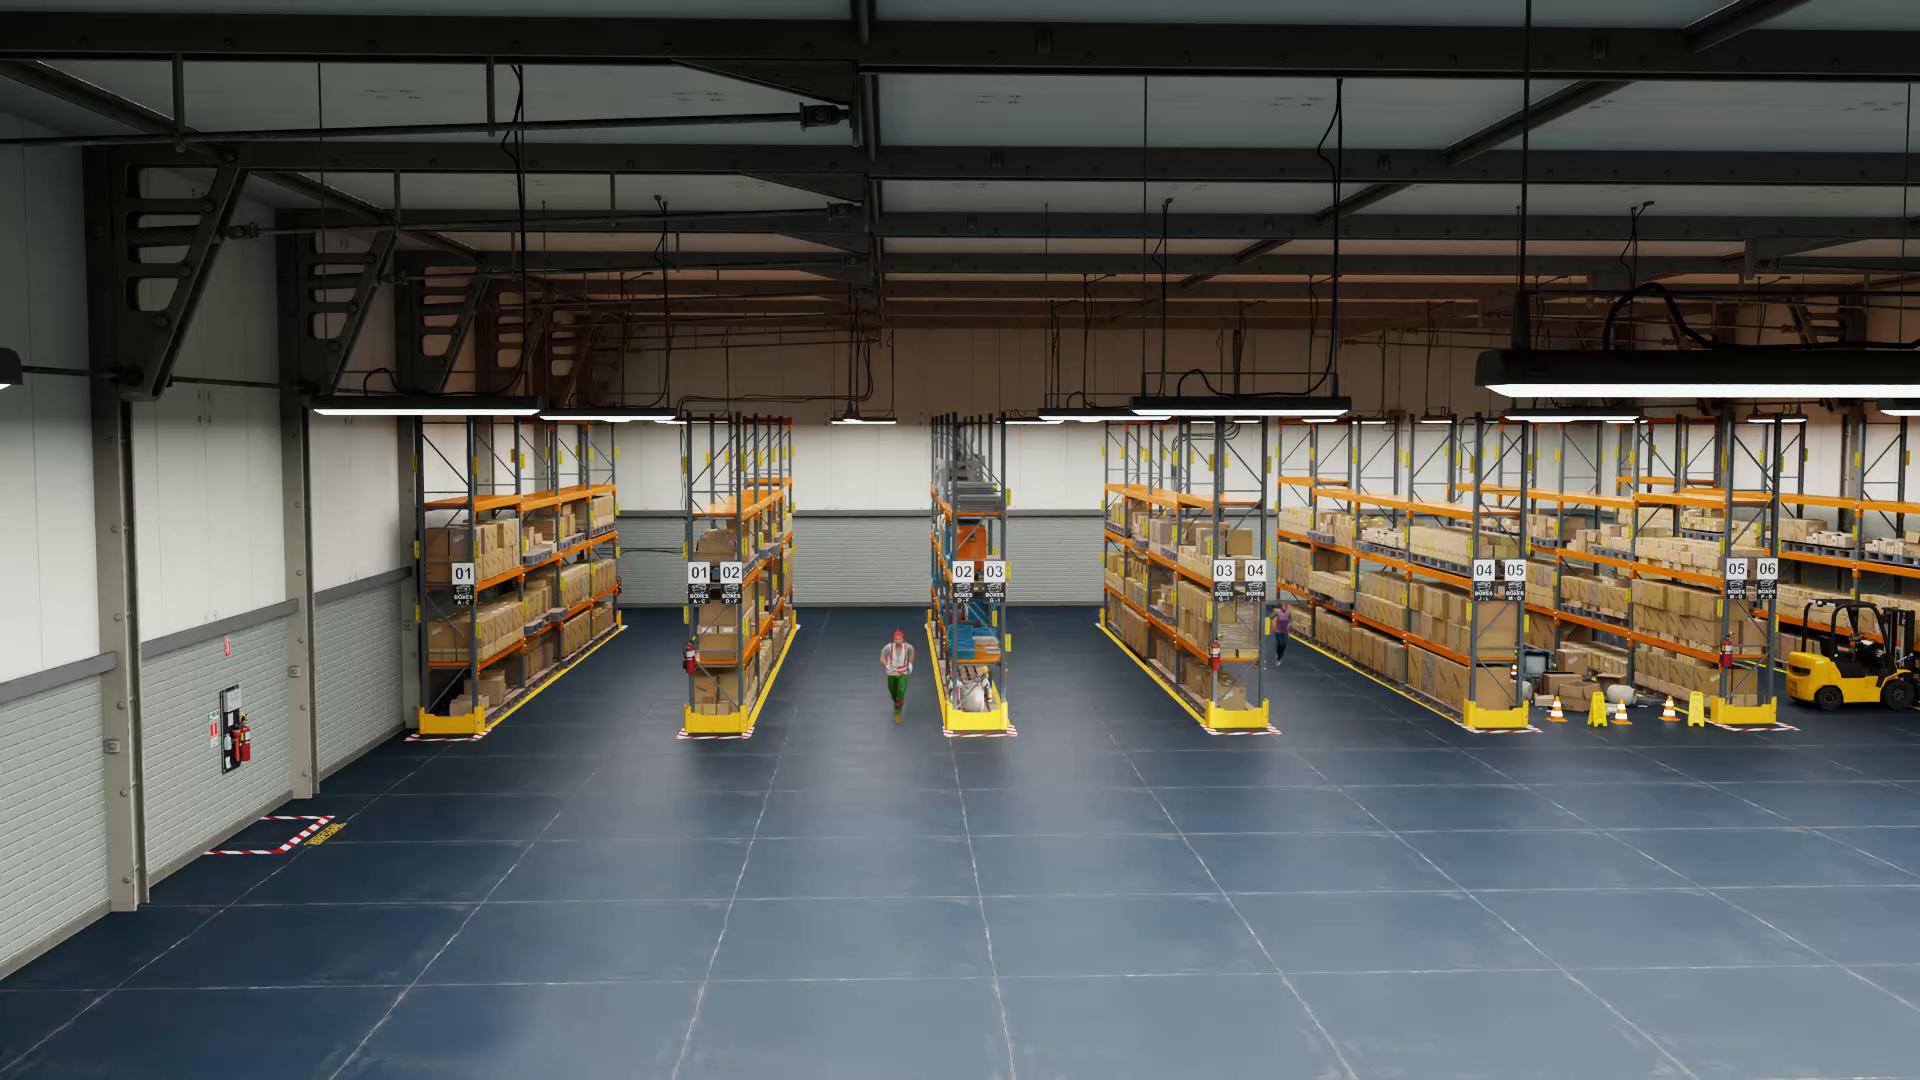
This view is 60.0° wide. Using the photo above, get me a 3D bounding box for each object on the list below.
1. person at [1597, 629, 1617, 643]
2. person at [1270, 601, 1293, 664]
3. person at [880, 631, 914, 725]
[{"bbox_3d":[17.012,1.913,43.769,0.500,1.738,0.799,-1,4,-12],"label":"person"},{"bbox_3d":[7.719,2.229,39.859,0.504,1.541,0.659,0,4,-6],"label":"person"},{"bbox_3d":[-1.226,2.635,32.481,0.660,1.774,1.134,0,4,-1],"label":"person"}]
